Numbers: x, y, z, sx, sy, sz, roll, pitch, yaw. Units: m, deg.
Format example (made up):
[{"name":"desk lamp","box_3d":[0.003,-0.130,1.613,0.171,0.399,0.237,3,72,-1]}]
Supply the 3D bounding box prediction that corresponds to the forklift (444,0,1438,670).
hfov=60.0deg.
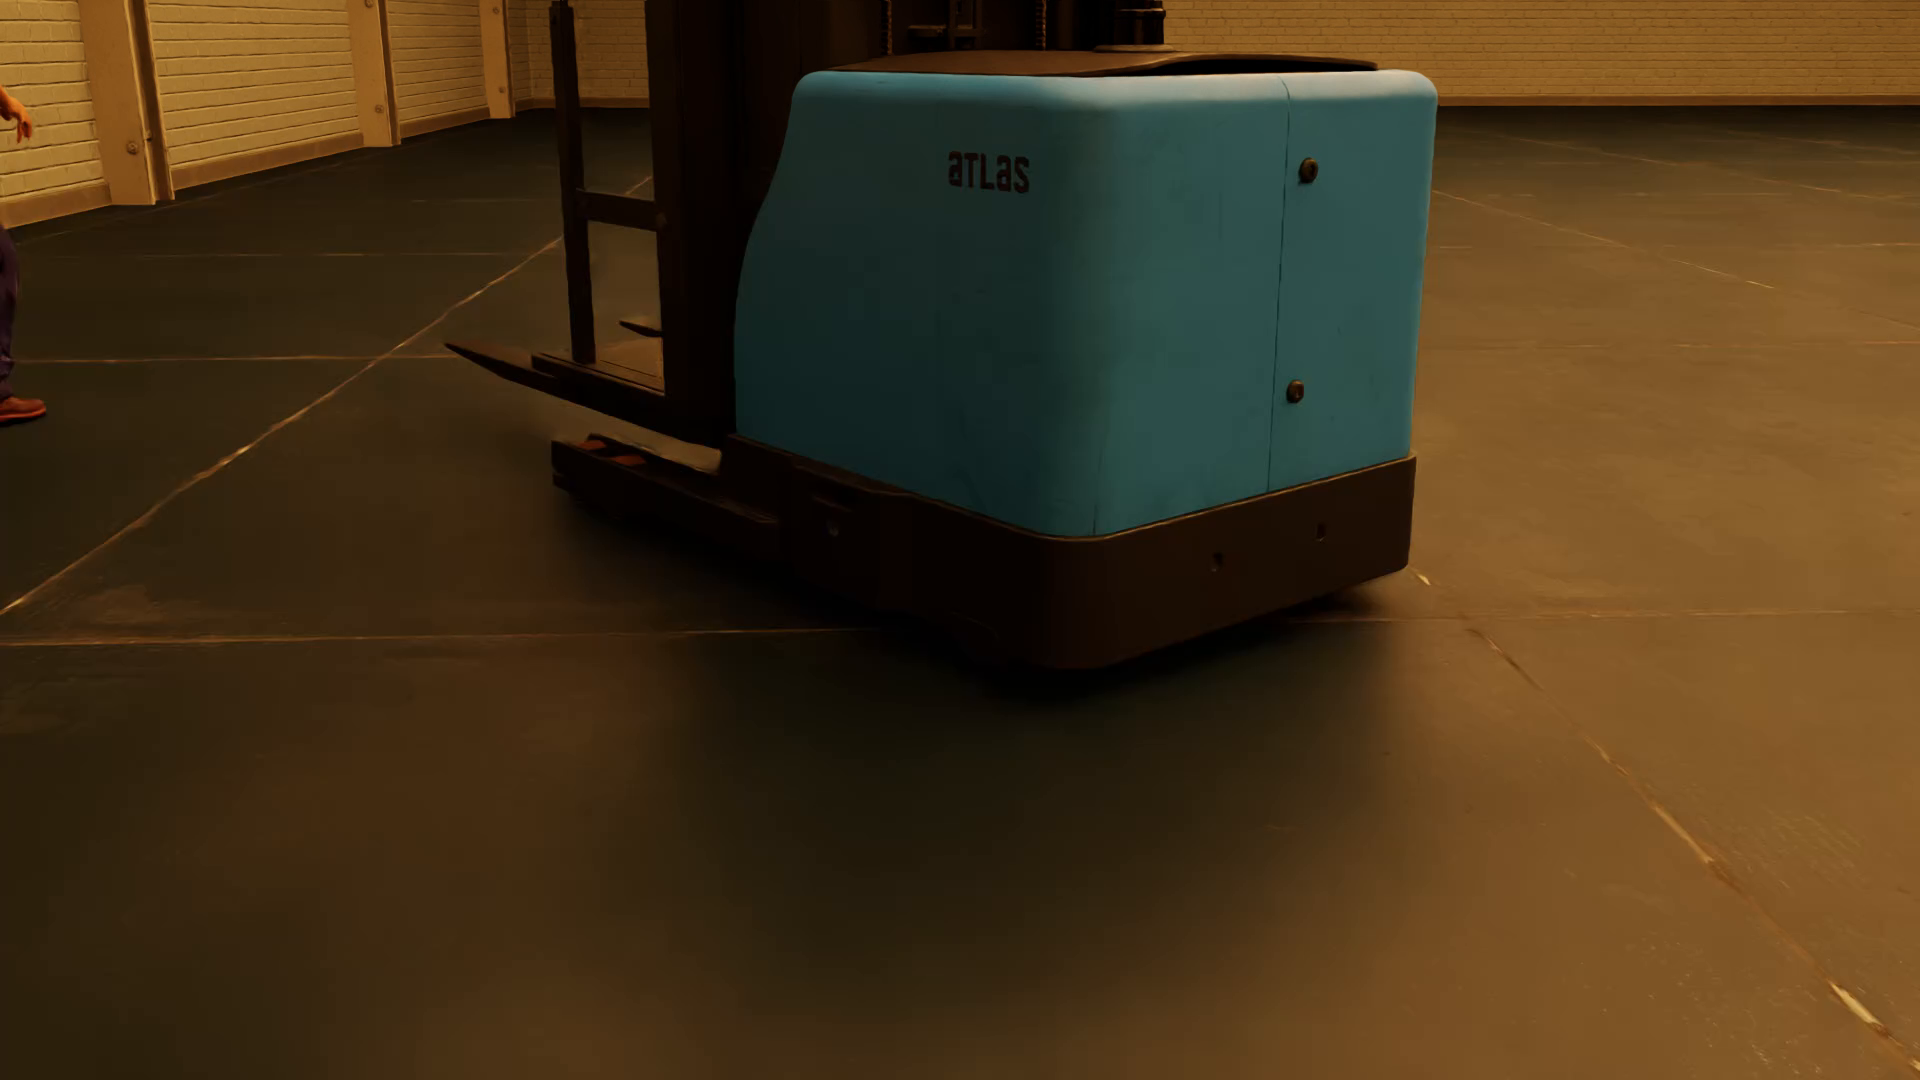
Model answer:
[{"name":"forklift","box_3d":[-0.381,-1.529,3.907,1.130,2.935,3.031,-14,22,-38]}]

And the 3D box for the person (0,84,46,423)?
[{"name":"person","box_3d":[-3.064,-1.087,4.826,0.720,1.606,0.571,3,17,10]}]
